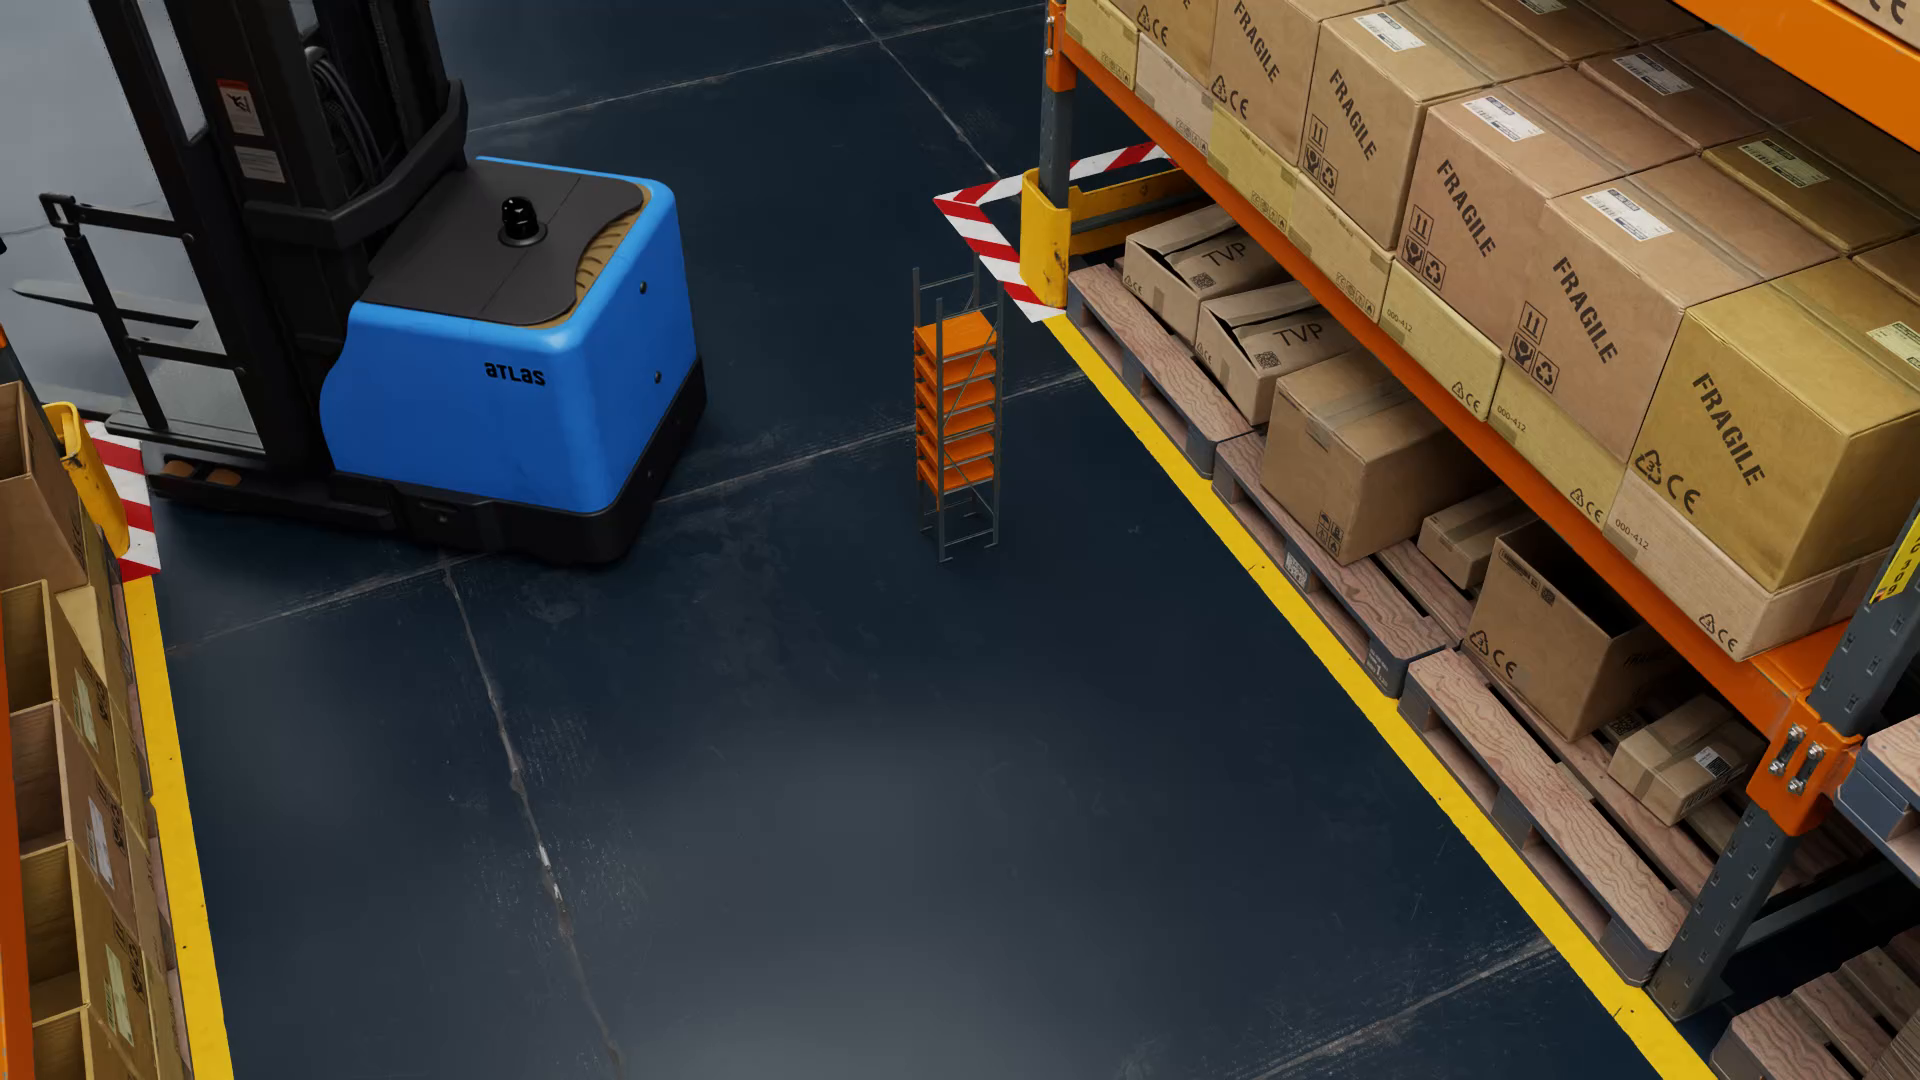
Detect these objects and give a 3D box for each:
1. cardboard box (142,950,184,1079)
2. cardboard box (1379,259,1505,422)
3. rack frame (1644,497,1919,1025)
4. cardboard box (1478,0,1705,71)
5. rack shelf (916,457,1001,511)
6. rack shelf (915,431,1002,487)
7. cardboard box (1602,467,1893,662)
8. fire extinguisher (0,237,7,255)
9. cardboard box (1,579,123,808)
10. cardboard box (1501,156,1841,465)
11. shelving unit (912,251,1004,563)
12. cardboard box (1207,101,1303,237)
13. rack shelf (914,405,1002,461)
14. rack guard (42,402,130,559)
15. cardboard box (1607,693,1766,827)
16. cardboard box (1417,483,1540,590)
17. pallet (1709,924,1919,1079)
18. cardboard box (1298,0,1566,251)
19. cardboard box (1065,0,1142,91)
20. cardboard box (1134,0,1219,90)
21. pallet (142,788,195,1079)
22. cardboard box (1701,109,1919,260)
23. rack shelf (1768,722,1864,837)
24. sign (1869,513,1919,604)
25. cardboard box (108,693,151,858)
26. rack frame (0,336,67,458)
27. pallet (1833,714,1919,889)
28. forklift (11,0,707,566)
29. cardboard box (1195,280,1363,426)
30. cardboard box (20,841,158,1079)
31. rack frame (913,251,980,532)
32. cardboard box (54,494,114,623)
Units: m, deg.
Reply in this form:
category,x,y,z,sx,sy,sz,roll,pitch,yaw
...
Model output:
category,x,y,z,sx,sy,sz,roll,pitch,yaw
cardboard box,-2.326,1.420,4.334,0.500,0.250,0.500,-18,47,-17
cardboard box,1.596,-0.651,4.867,0.500,0.250,0.500,-18,47,-18
rack frame,2.498,0.151,3.962,1.000,3.000,0.127,-18,47,-17
cardboard box,1.843,-1.409,5.101,0.500,0.500,0.500,-17,47,-17
rack shelf,-0.006,-0.234,6.038,0.258,0.103,0.180,-18,47,-17
rack shelf,-0.006,-0.319,5.953,0.258,0.103,0.180,-18,47,-17
cardboard box,2.024,-0.015,4.222,0.500,0.250,0.500,-18,47,-17
fire extinguisher,-3.305,-1.118,5.302,0.296,0.674,0.183,-18,47,-17
cardboard box,-2.748,0.516,4.716,0.500,0.500,0.500,-18,47,-17
cardboard box,1.803,-0.596,4.277,0.500,0.500,0.500,-18,47,-18
shelving unit,-0.006,-0.436,5.838,0.258,1.200,0.189,-18,47,-17
cardboard box,1.173,-1.294,5.518,0.500,0.250,0.500,-19,48,-18
rack shelf,-0.006,-0.405,5.869,0.258,0.103,0.180,-18,47,-17
rack guard,-3.687,-0.058,5.953,1.175,0.500,0.348,-18,47,-17
cardboard box,2.246,0.671,5.139,0.380,0.166,0.250,-24,49,-22
cardboard box,1.843,-0.016,5.847,0.380,0.149,0.250,-22,49,-21
pallet,2.826,1.639,4.439,1.003,0.211,1.213,-18,47,-17
cardboard box,1.382,-1.251,4.941,0.500,0.500,0.500,-17,47,-16
cardboard box,0.733,-1.947,6.180,0.500,0.250,0.500,-19,48,-19
cardboard box,0.943,-1.908,5.607,0.500,0.500,0.500,-18,47,-17
pallet,-2.808,1.311,4.771,1.003,0.211,1.213,-18,47,-17
cardboard box,2.276,-0.762,4.445,0.500,0.500,0.500,-18,47,-18
rack shelf,3.339,1.681,2.923,1.077,0.370,4.000,-18,47,-17
sign,2.009,0.008,3.490,0.100,0.325,0.005,-18,47,-17
cardboard box,-2.751,0.784,4.978,0.500,0.250,0.500,-18,47,-17
rack frame,-3.677,-0.933,5.060,1.000,3.000,0.127,-18,47,-17
pallet,2.687,0.749,3.492,1.003,0.211,1.213,-18,47,-17
forklift,-2.595,-1.502,5.685,3.031,2.935,1.130,10,45,10
cardboard box,1.265,-0.767,6.493,0.500,0.311,0.500,-14,46,-14
cardboard box,-2.327,1.153,4.070,0.500,0.500,0.500,-18,47,-17
rack frame,-0.045,-0.495,5.897,0.240,1.200,0.006,-18,47,-17
cardboard box,-3.183,0.151,5.620,0.500,0.250,0.500,-18,47,-17
